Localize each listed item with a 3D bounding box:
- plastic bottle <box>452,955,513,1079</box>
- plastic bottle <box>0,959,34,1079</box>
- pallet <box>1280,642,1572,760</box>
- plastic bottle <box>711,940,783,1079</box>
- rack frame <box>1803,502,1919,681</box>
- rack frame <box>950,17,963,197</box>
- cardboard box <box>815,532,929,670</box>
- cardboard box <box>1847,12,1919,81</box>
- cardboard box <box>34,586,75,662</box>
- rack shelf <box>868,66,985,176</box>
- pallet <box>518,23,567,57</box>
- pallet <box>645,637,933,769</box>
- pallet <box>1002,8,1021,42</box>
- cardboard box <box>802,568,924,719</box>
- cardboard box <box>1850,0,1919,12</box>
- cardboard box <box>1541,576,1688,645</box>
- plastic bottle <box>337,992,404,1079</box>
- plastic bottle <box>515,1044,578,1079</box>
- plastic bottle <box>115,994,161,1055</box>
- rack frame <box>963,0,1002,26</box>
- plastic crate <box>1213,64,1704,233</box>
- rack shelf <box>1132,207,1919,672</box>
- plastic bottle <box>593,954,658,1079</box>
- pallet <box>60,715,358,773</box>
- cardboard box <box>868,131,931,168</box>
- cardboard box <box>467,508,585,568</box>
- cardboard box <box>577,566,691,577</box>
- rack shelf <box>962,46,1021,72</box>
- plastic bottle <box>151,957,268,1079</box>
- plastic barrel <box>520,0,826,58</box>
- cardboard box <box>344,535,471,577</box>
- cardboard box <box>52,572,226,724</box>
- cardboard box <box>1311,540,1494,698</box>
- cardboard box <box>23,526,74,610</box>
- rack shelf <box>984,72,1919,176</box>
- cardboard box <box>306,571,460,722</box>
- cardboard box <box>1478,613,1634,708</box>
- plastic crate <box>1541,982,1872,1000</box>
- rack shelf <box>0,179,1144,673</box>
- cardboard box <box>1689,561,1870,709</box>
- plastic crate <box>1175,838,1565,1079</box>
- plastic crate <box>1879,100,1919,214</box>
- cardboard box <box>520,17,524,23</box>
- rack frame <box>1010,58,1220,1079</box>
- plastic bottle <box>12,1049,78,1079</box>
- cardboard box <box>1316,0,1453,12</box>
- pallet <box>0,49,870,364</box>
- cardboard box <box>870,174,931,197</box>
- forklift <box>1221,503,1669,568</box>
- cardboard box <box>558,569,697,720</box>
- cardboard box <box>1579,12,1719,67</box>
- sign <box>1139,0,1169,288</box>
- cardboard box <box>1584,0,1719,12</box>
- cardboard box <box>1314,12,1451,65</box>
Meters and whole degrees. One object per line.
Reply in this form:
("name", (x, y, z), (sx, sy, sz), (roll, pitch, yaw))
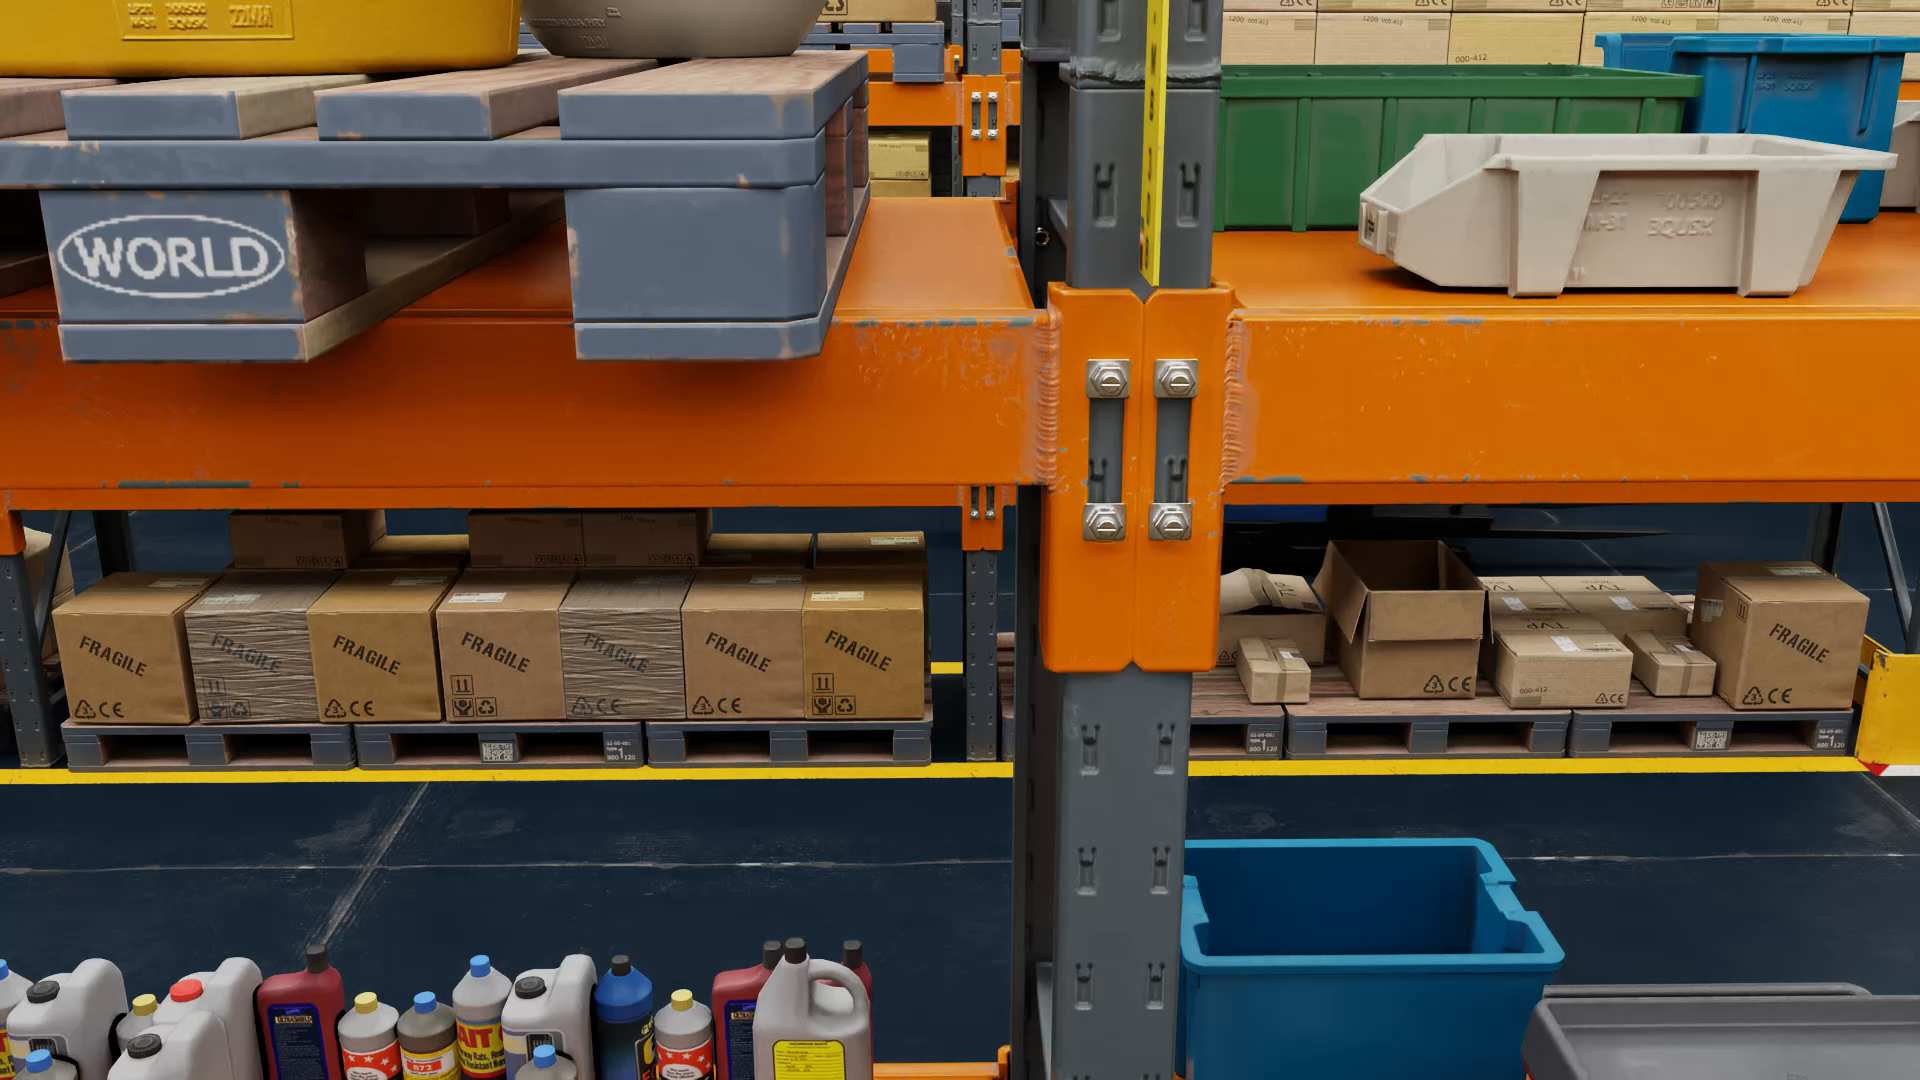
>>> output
("plastic bottle", (-0.793, 0.822, 2.785), (0.097, 0.271, 0.097), (0, 18, 0))
("plastic bottle", (-1.585, 0.826, 2.773), (0.097, 0.271, 0.097), (0, 18, 0))
("pallet", (1.993, 0.686, 7.563), (1.213, 0.211, 1.003), (0, 18, -1))
("plastic bottle", (-0.348, 0.809, 2.807), (0.133, 0.283, 0.061), (0, 18, -1))
("rack frame", (4.083, -0.651, 7.167), (0.127, 3.000, 1.000), (0, 18, -1))
("rack frame", (0.002, -2.145, 11.823), (0.127, 3.000, 1.000), (0, 18, -1))
("cardboard box", (-0.404, 0.277, 7.646), (0.500, 0.500, 0.500), (-1, 18, -3))
("cardboard box", (3.574, -1.925, 6.473), (0.500, 0.250, 0.500), (0, 18, -1))
("cardboard box", (-4.444, 0.410, 7.674), (0.500, 0.250, 0.500), (0, 18, -1))
("rack shelf", (-1.916, -1.708, 6.728), (4.000, 0.370, 1.077), (0, 18, -1))
("pallet", (-1.606, -1.983, 6.716), (1.003, 0.211, 1.213), (0, 18, -1))
("pallet", (-0.729, 0.711, 7.484), (1.213, 0.211, 1.003), (0, 18, -1))
("pallet", (0.820, -3.532, 11.381), (1.213, 0.211, 1.003), (0, 18, -1))
("cardboard box", (-0.405, 0.439, 7.141), (0.500, 0.500, 0.500), (0, 18, -1))
("cardboard box", (3.574, -2.166, 6.405), (0.500, 0.250, 0.500), (0, 18, -1))
("cardboard box", (3.035, 0.367, 7.774), (0.500, 0.250, 0.500), (0, 18, -1))
("plastic bottle", (-0.987, 0.856, 2.792), (0.097, 0.201, 0.097), (0, 18, 0))
("plastic bottle", (-0.656, 0.901, 2.653), (0.097, 0.201, 0.097), (0, 18, 0))
("plastic bottle", (-1.353, 0.858, 2.787), (0.097, 0.201, 0.097), (0, 18, 0))
("rack frame", (0.084, -3.488, 6.190), (0.127, 3.000, 1.000), (0, 18, -1))
("plastic crate", (0.577, -0.541, 2.259), (0.662, 0.188, 0.450), (0, 18, -1))
("rack shelf", (2.158, -0.214, 2.072), (4.000, 0.370, 1.077), (0, 18, -1))
("plastic bottle", (-0.561, 0.821, 2.788), (0.097, 0.271, 0.097), (0, 18, 0))
("pallet", (-3.169, 0.723, 7.448), (1.213, 0.211, 1.003), (0, 18, -1))
("cardboard box", (-0.462, -2.778, 11.886), (0.500, 0.250, 0.500), (0, 18, 1))
("cardboard box", (-1.905, -0.073, 7.508), (0.500, 0.250, 0.500), (-1, 18, -2))
("cardboard box", (-1.437, 0.283, 7.627), (0.500, 0.500, 0.500), (0, 18, 0))
("rack shelf", (2.002, -3.240, 11.505), (4.000, 0.370, 1.077), (0, 18, -1))
("plastic bottle", (-1.236, 0.830, 2.751), (0.135, 0.276, 0.152), (0, 18, -1))
("plastic barrel", (-0.372, -0.886, 2.078), (0.433, 0.535, 0.433), (0, 18, 0))
("cardboard box", (-2.467, 0.290, 7.606), (0.500, 0.500, 0.500), (-1, 18, -3))
("cardboard box", (-3.456, 0.453, 7.096), (0.500, 0.500, 0.500), (0, 18, 1))
("cardboard box", (1.962, 0.337, 7.454), (0.637, 0.503, 0.797), (0, 18, -1))
("cardboard box", (-4.444, 0.143, 7.588), (0.500, 0.311, 0.500), (0, 18, 1))
("rack shelf", (2.084, -1.727, 6.788), (4.000, 0.370, 1.077), (0, 18, -1))
("cardboard box", (-2.431, 0.448, 7.112), (0.500, 0.500, 0.500), (-1, 18, -2))
("cardboard box", (2.593, 0.522, 7.291), (0.500, 0.250, 0.500), (0, 18, -1))
("plastic crate", (1.273, 0.896, 2.696), (0.590, 0.125, 0.437), (0, 18, -1))
("rack shelf", (-1.841, -0.195, 2.012), (4.000, 0.370, 1.077), (0, 18, -1))
("cardboard box", (3.544, 0.407, 7.239), (0.500, 0.500, 0.500), (0, 18, -1))
("plastic crate", (0.620, 0.754, 2.715), (0.575, 0.384, 0.392), (0, 18, -1))
("plastic crate", (1.424, -0.544, 2.354), (0.466, 0.136, 0.293), (0, 18, -1))
("cardboard box", (-1.755, -2.368, 6.594), (0.600, 0.600, 0.600), (-1, 18, -3))
("rack frame", (0.158, 0.881, 2.390), (0.127, 3.000, 1.000), (0, 18, -1))
("plastic bottle", (-1.448, 0.905, 2.641), (0.097, 0.201, 0.097), (0, 18, 0))
("cardboard box", (1.574, -2.155, 6.371), (0.500, 0.250, 0.500), (0, 18, -1))
("pallet", (-0.624, -0.424, 1.856), (1.003, 0.211, 1.213), (0, 18, -1))
("cardboard box", (-0.456, -2.264, 11.512), (0.500, 0.500, 0.500), (-1, 18, -2))
("forklift", (2.537, -1.352, 9.465), (3.031, 2.935, 1.130), (1, 18, 3))
("cardboard box", (-1.401, 0.441, 7.134), (0.500, 0.500, 0.500), (0, 18, 0))
("cardboard box", (2.574, -1.920, 6.456), (0.500, 0.250, 0.500), (0, 18, -1))
("sign", (0.165, -0.384, 1.407), (0.005, 0.325, 0.100), (0, 18, -1))
("cardboard box", (2.574, -2.162, 6.393), (0.500, 0.250, 0.500), (0, 18, -1))
("cardboard box", (1.574, -1.919, 6.453), (0.500, 0.250, 0.500), (0, 18, -1))
